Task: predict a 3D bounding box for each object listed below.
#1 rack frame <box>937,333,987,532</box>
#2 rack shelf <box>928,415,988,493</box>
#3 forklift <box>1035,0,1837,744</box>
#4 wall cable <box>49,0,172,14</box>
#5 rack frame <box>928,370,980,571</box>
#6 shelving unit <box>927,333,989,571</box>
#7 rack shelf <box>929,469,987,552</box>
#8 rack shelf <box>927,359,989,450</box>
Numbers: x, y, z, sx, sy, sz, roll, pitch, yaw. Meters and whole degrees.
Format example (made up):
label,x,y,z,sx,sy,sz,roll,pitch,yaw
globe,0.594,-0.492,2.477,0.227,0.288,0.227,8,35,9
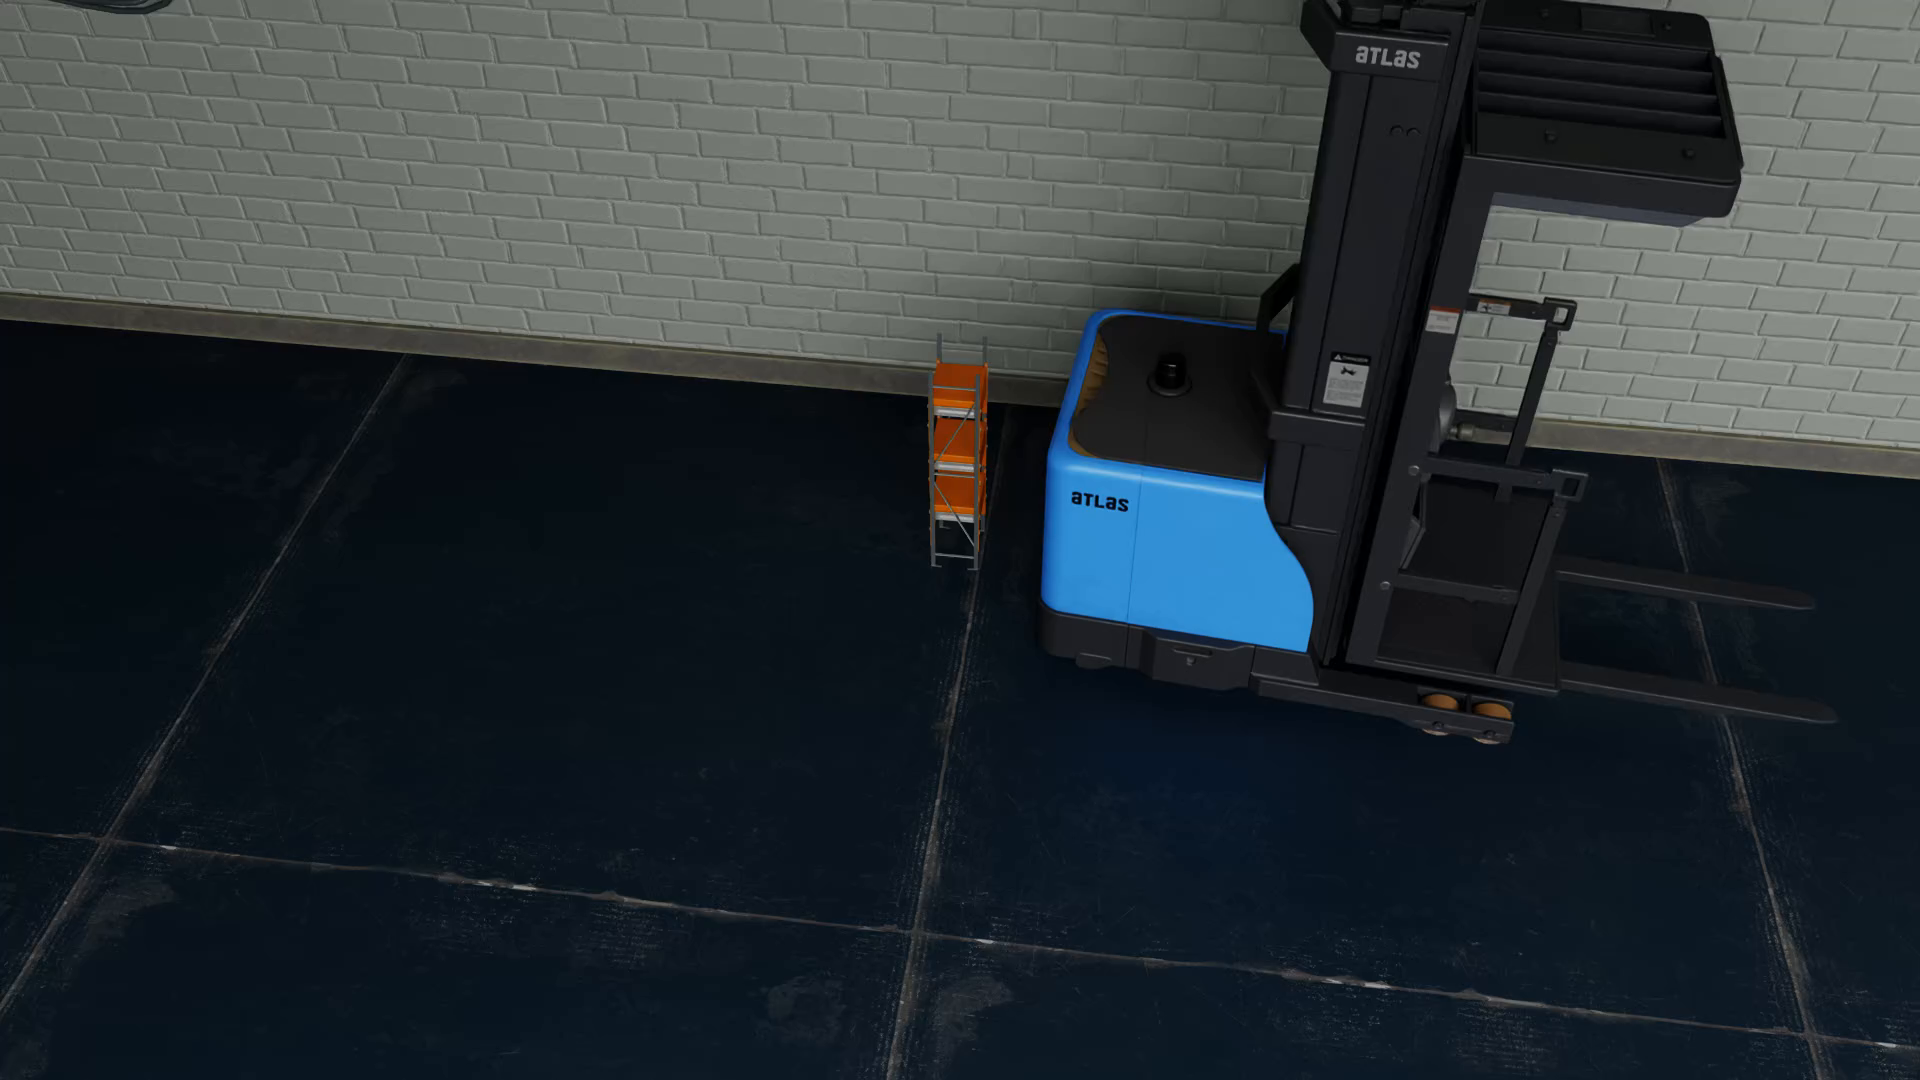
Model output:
label,x,y,z,sx,sy,sz,roll,pitch,yaw
rack frame,0.009,-0.428,6.938,0.200,1.050,0.008,5,44,6
rack shelf,-0.007,-0.337,6.858,0.215,0.259,0.240,5,44,6
forklift,1.877,-0.681,5.838,3.031,2.935,1.130,9,44,9
wall cable,-4.719,-3.229,6.374,3.097,2.526,0.112,5,44,6
rack frame,-0.023,-0.262,6.763,0.200,1.050,0.008,5,44,6
shelving unit,-0.007,-0.345,6.851,0.215,1.050,0.252,5,44,6
rack shelf,-0.007,-0.135,7.049,0.215,0.259,0.240,5,44,6
rack shelf,-0.007,-0.543,6.663,0.215,0.259,0.240,5,44,6
